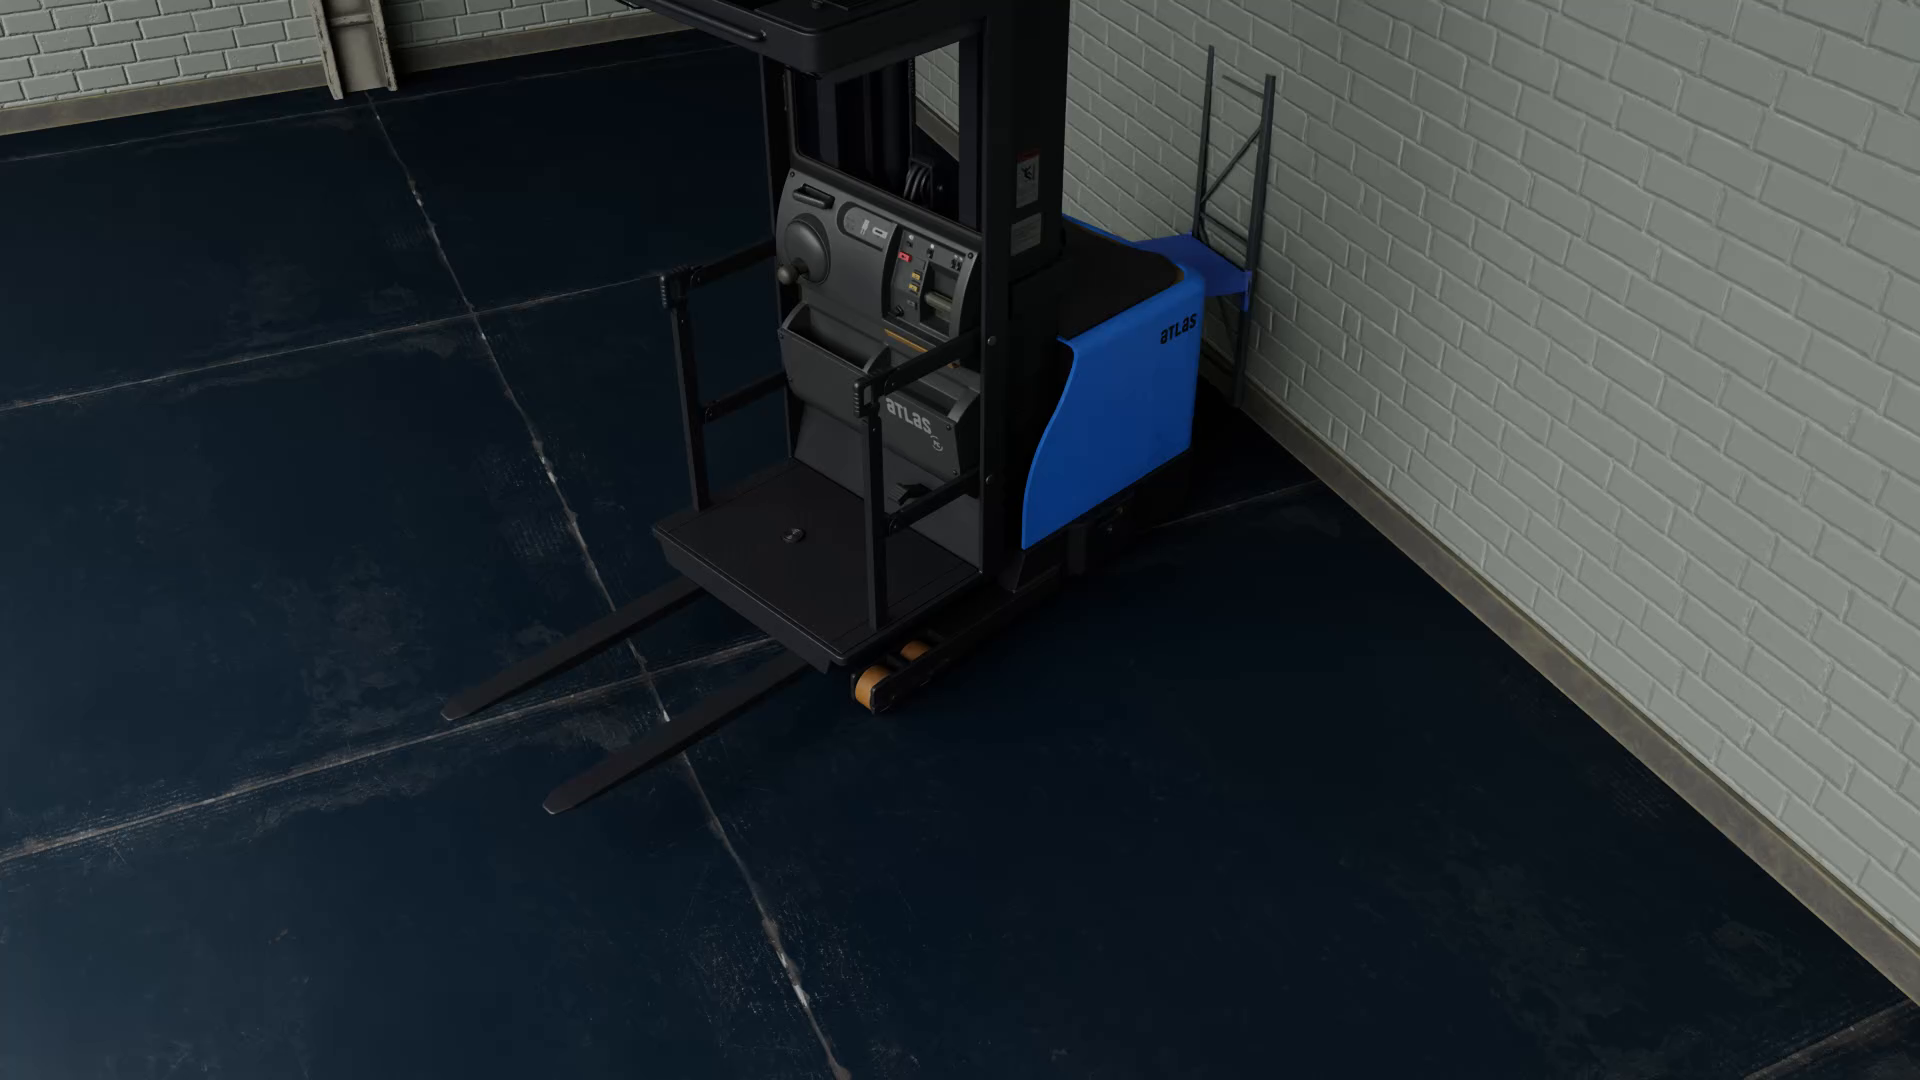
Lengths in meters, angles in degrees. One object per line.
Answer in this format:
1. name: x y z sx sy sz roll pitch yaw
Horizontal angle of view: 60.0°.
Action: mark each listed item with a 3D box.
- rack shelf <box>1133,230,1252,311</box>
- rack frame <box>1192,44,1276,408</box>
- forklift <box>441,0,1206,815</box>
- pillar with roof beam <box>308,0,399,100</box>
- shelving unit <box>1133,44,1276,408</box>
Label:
1. rack shelf: 0.693 -1.103 7.216 1.000 0.185 0.538 -12 34 -20
2. rack frame: 1.163 -1.356 7.290 0.032 1.500 0.500 -12 34 -20
3. forklift: -0.443 -0.914 5.522 3.031 2.935 1.130 -31 46 -35
4. pillar with roof beam: -2.005 -4.205 4.866 0.400 9.000 9.100 -16 39 -20
5. shelving unit: 0.695 -1.255 7.120 1.048 1.500 0.538 -12 34 -20
